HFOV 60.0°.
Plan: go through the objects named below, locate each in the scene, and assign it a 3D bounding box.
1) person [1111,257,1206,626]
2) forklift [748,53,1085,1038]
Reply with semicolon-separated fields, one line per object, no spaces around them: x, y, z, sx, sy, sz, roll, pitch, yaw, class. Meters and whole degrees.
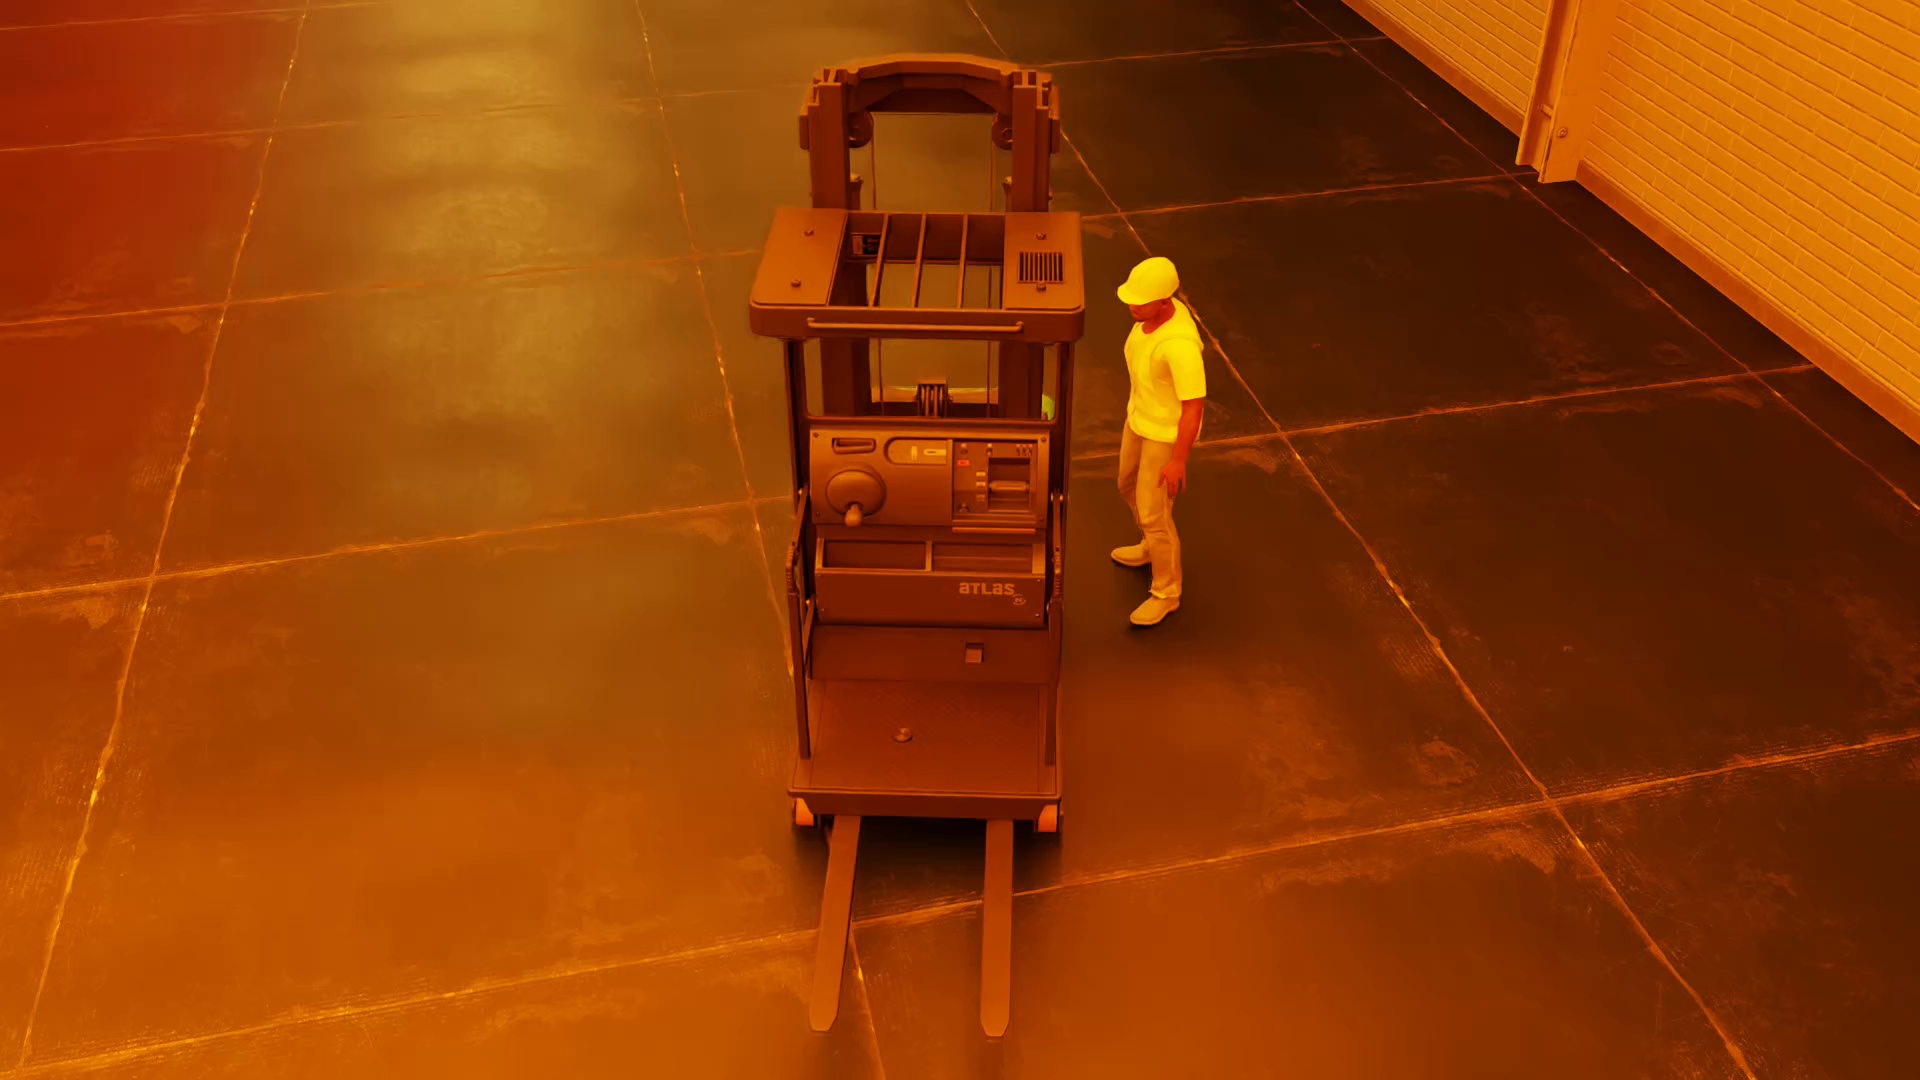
0.903;-0.533;7.814;0.426;1.737;0.839;-8;36;-10;person
-0.125;-0.173;6.291;1.130;2.935;3.031;1;36;2;forklift
